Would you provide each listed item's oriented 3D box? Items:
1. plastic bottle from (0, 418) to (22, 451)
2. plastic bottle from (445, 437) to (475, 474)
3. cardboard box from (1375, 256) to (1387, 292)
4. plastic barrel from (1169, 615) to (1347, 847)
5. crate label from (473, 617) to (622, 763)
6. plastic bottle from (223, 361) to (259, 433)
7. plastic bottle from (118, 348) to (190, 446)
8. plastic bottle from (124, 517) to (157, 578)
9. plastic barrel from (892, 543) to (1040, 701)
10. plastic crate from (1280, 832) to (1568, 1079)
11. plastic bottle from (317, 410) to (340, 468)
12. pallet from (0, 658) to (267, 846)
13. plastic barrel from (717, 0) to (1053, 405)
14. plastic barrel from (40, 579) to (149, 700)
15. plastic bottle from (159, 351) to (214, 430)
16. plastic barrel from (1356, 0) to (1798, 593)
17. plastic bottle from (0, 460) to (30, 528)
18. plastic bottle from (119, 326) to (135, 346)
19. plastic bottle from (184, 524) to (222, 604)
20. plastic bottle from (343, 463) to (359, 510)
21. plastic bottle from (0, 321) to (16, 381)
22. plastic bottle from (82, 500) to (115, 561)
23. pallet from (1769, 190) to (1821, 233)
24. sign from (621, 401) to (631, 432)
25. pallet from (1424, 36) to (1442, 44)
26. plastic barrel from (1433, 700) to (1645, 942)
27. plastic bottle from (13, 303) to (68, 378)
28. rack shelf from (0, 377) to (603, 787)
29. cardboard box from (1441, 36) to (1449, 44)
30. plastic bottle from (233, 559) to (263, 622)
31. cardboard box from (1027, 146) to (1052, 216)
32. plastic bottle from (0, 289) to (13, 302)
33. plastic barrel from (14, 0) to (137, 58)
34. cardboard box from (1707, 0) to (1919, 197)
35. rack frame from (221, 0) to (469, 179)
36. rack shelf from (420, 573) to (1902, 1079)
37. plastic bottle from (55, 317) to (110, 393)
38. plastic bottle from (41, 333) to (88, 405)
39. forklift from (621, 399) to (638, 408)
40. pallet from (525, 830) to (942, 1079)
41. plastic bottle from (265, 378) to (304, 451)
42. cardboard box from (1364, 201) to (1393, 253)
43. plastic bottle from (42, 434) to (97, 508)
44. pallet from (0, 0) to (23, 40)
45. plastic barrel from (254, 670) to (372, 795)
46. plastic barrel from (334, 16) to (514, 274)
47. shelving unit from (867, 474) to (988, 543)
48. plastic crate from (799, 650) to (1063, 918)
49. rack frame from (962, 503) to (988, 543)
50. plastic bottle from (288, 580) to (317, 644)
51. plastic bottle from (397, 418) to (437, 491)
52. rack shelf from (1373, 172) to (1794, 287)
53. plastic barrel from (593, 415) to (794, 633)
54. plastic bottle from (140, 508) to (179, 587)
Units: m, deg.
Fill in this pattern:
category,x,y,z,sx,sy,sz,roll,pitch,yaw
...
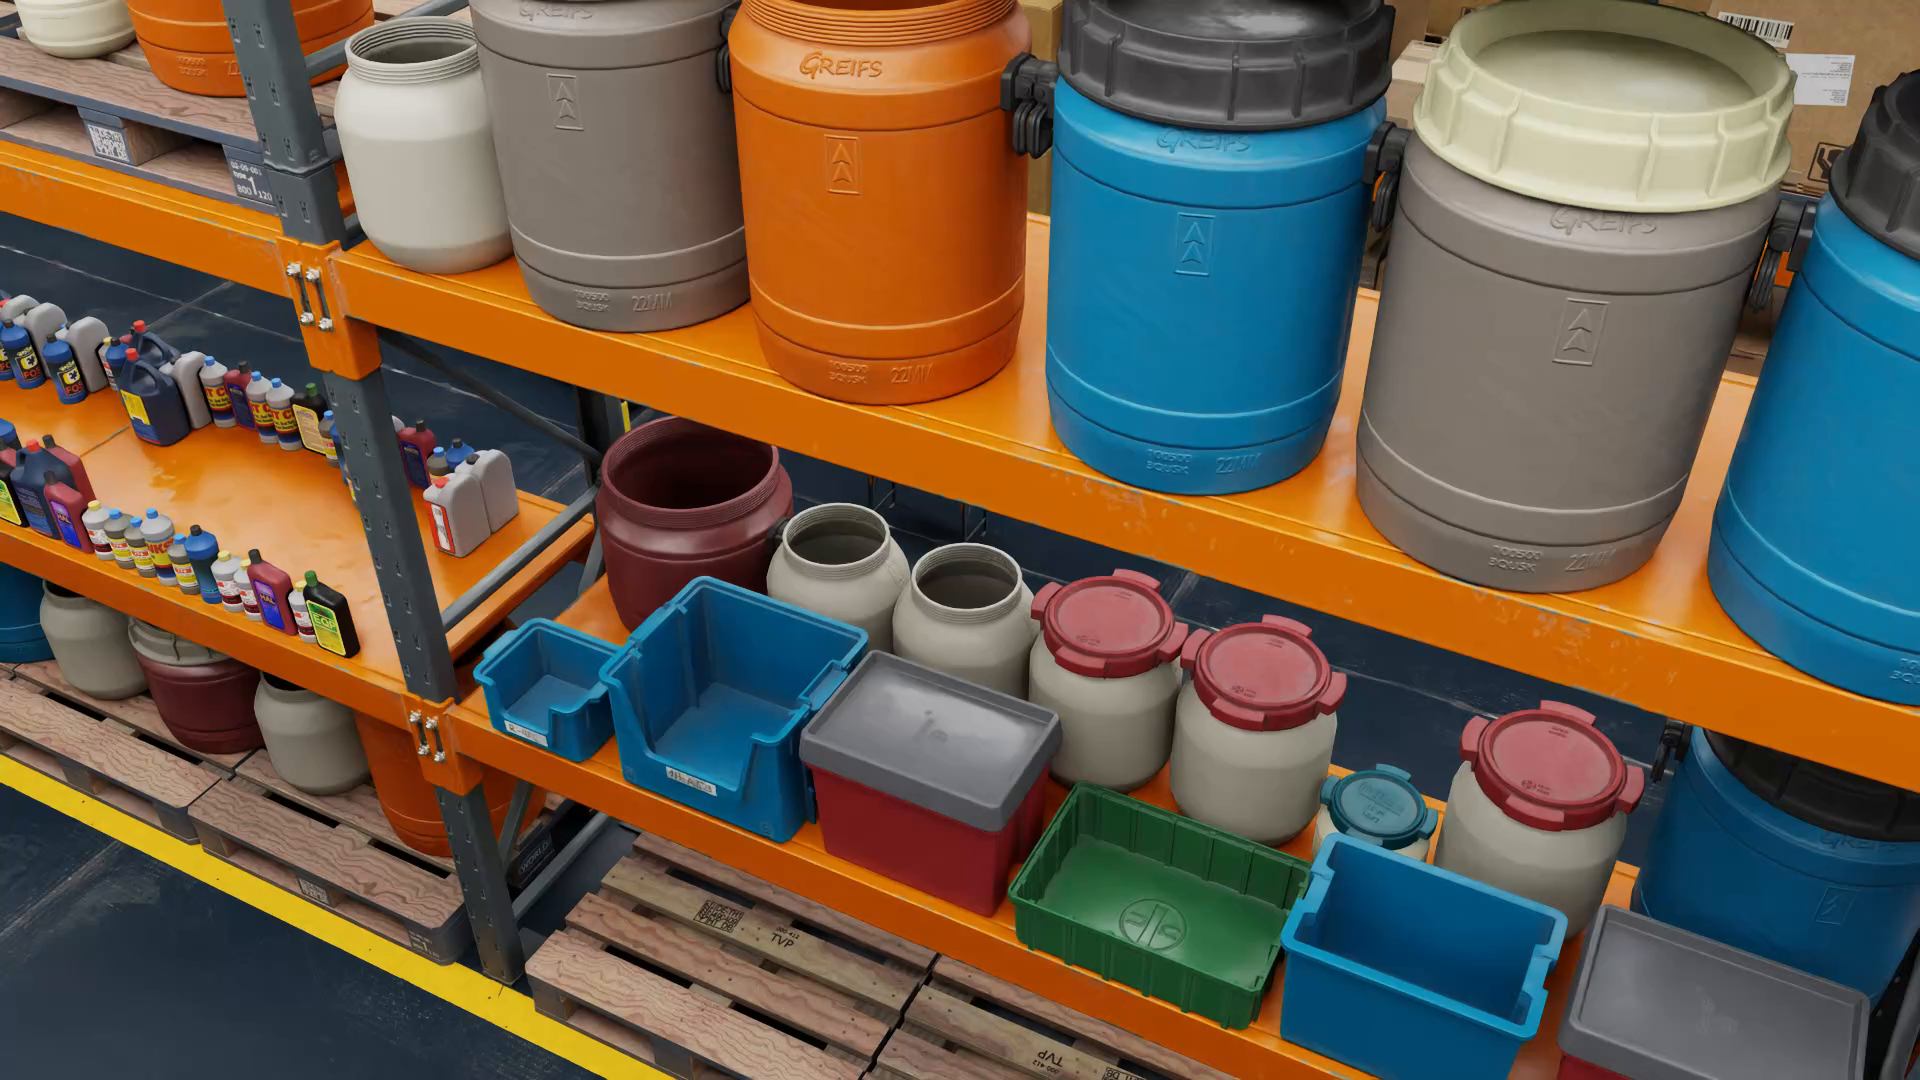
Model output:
category,x,y,z,sx,sy,sz,roll,pitch,yaw
plastic bottle,-3.326,-0.321,5.799,0.097,0.271,0.097,0,37,0
plastic bottle,-1.693,-0.229,5.677,0.097,0.271,0.097,0,37,0
cardboard box,2.520,-1.301,8.687,0.500,0.500,0.700,21,42,25
plastic barrel,0.785,0.531,4.457,0.433,0.535,0.433,0,37,0
crate label,-1.165,0.446,4.820,0.416,0.233,0.303,17,41,21
plastic bottle,-2.608,-0.533,6.067,0.133,0.283,0.061,17,41,21
plastic bottle,-2.925,-0.527,6.004,0.185,0.351,0.144,17,41,21
plastic bottle,-2.654,0.015,5.414,0.097,0.201,0.097,0,37,0
plastic barrel,0.019,0.305,4.775,0.421,0.512,0.421,0,37,0
plastic crate,1.062,1.039,3.913,0.575,0.384,0.392,17,41,21
plastic bottle,-2.222,-0.367,5.917,0.097,0.201,0.097,0,37,0
pallet,-3.166,0.635,6.739,1.213,0.211,1.003,17,41,21
plastic barrel,-0.157,-0.778,3.459,0.708,0.830,0.600,17,41,21
plastic barrel,-3.355,0.334,6.539,0.421,0.512,0.421,0,37,0
plastic bottle,-2.834,-0.569,6.122,0.135,0.276,0.152,17,41,21
plastic barrel,1.053,-0.428,2.938,0.600,0.901,0.600,0,37,0
plastic bottle,-3.220,-0.183,5.606,0.133,0.283,0.061,17,41,21
plastic bottle,-3.096,-0.686,6.269,0.133,0.283,0.061,17,41,21
plastic bottle,-2.394,0.068,5.286,0.097,0.271,0.097,0,37,0
plastic bottle,-2.054,-0.211,5.711,0.097,0.201,0.097,0,37,0
plastic bottle,-3.689,-0.750,6.364,0.097,0.271,0.097,0,37,0
plastic bottle,-2.827,-0.039,5.485,0.097,0.201,0.097,0,37,0
pallet,3.851,-1.701,7.668,1.213,0.211,1.003,17,41,21
sign,-1.120,-0.302,5.532,0.005,0.325,0.100,17,41,21
pallet,3.947,-3.863,12.665,1.213,0.211,1.003,17,41,21
plastic barrel,1.436,0.735,4.189,0.433,0.535,0.433,0,37,0
plastic bottle,-3.529,-0.787,6.408,0.135,0.276,0.152,17,41,21
rack shelf,-3.143,-0.209,6.139,4.000,0.370,1.077,17,41,21
cardboard box,2.516,-2.394,8.186,0.258,0.266,0.396,16,40,20
plastic bottle,-2.222,0.150,5.235,0.097,0.201,0.097,0,37,0
cardboard box,0.307,-2.123,9.475,0.875,0.875,1.225,16,40,19
plastic bottle,-3.788,-0.901,6.496,0.185,0.351,0.144,17,41,21
plastic barrel,-2.387,-1.466,4.486,0.301,0.262,0.301,0,37,0
cardboard box,3.821,-2.189,7.309,1.000,1.000,1.000,18,41,22
rack frame,-1.367,-2.329,3.375,0.127,3.000,1.000,17,41,21
rack shelf,0.409,0.903,4.674,4.000,0.370,1.077,17,41,21
plastic bottle,-3.323,-0.722,6.323,0.135,0.276,0.152,17,41,21
plastic bottle,-3.364,-0.648,6.230,0.097,0.271,0.097,0,37,0
forklift,-2.390,-2.641,8.805,1.130,2.935,3.031,-30,46,-33
pallet,-0.697,1.408,5.721,1.213,0.211,1.003,17,41,21
plastic bottle,-2.427,-0.459,5.980,0.097,0.271,0.097,0,37,0
cardboard box,1.995,-1.765,8.677,0.500,0.250,0.500,22,42,26
plastic bottle,-3.035,-0.223,5.659,0.133,0.283,0.061,17,41,21
pallet,-3.170,-1.692,5.173,1.213,0.211,1.003,17,41,21
plastic barrel,-2.352,0.648,6.125,0.421,0.512,0.421,0,37,0
plastic barrel,-1.232,-0.928,3.918,0.421,0.512,0.421,0,37,0
shelving unit,-0.147,-0.524,7.448,0.503,1.200,0.258,17,41,21
plastic crate,-0.073,0.649,4.362,0.583,0.464,0.402,17,41,21
rack frame,0.070,-0.456,7.358,0.015,1.200,0.240,17,41,21
plastic bottle,-2.017,0.214,5.151,0.097,0.201,0.097,0,37,0
plastic bottle,-1.874,-0.303,5.764,0.133,0.283,0.061,17,41,21
rack shelf,2.687,-1.756,8.177,4.000,0.370,1.077,17,41,21
plastic barrel,-0.816,-0.027,5.192,0.708,0.536,0.600,17,41,21
plastic bottle,-2.567,0.014,5.357,0.097,0.271,0.097,0,37,0
